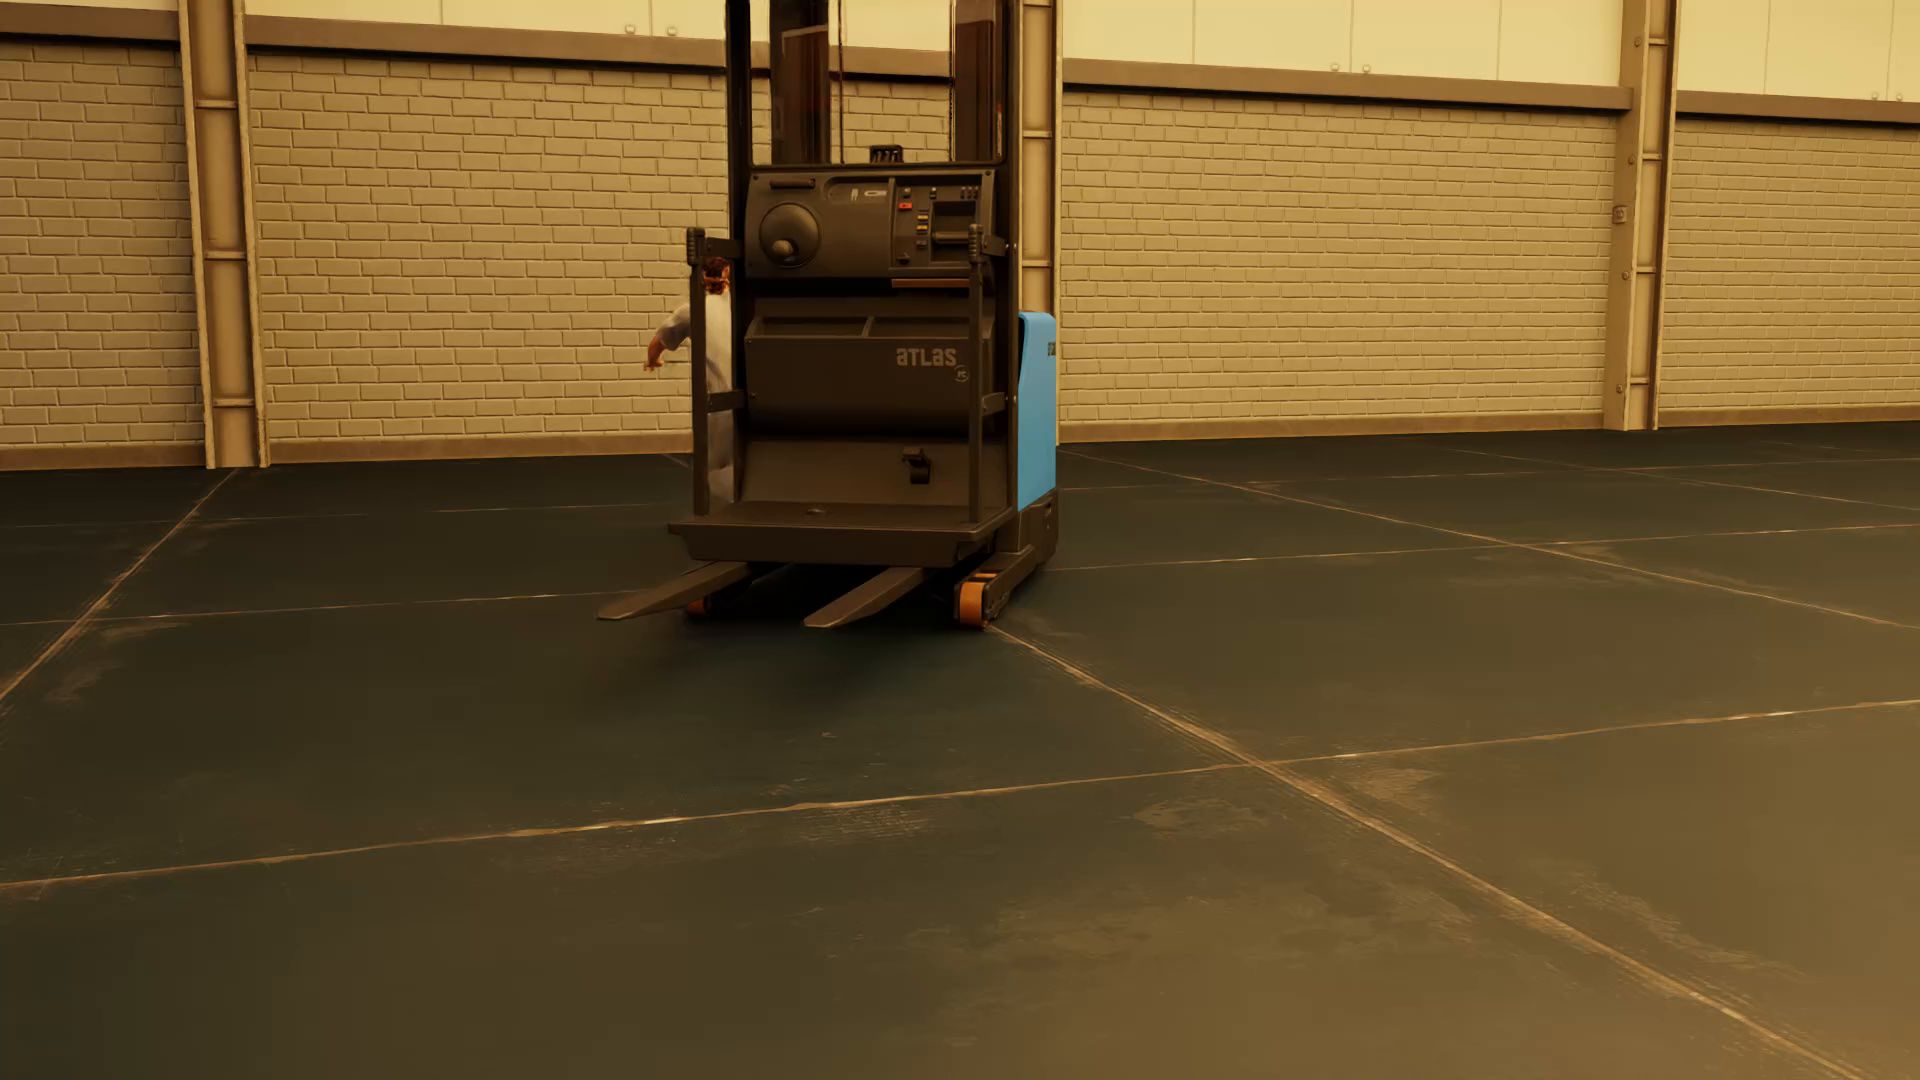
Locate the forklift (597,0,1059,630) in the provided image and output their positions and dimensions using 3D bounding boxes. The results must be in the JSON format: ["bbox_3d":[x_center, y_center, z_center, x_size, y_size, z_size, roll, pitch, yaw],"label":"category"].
[{"bbox_3d":[-0.376,-1.203,5.893,1.130,2.935,3.031,2,8,12],"label":"forklift"}]

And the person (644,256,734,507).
[{"bbox_3d":[-1.071,-0.691,7.901,0.698,1.406,1.016,-6,10,-35],"label":"person"}]
